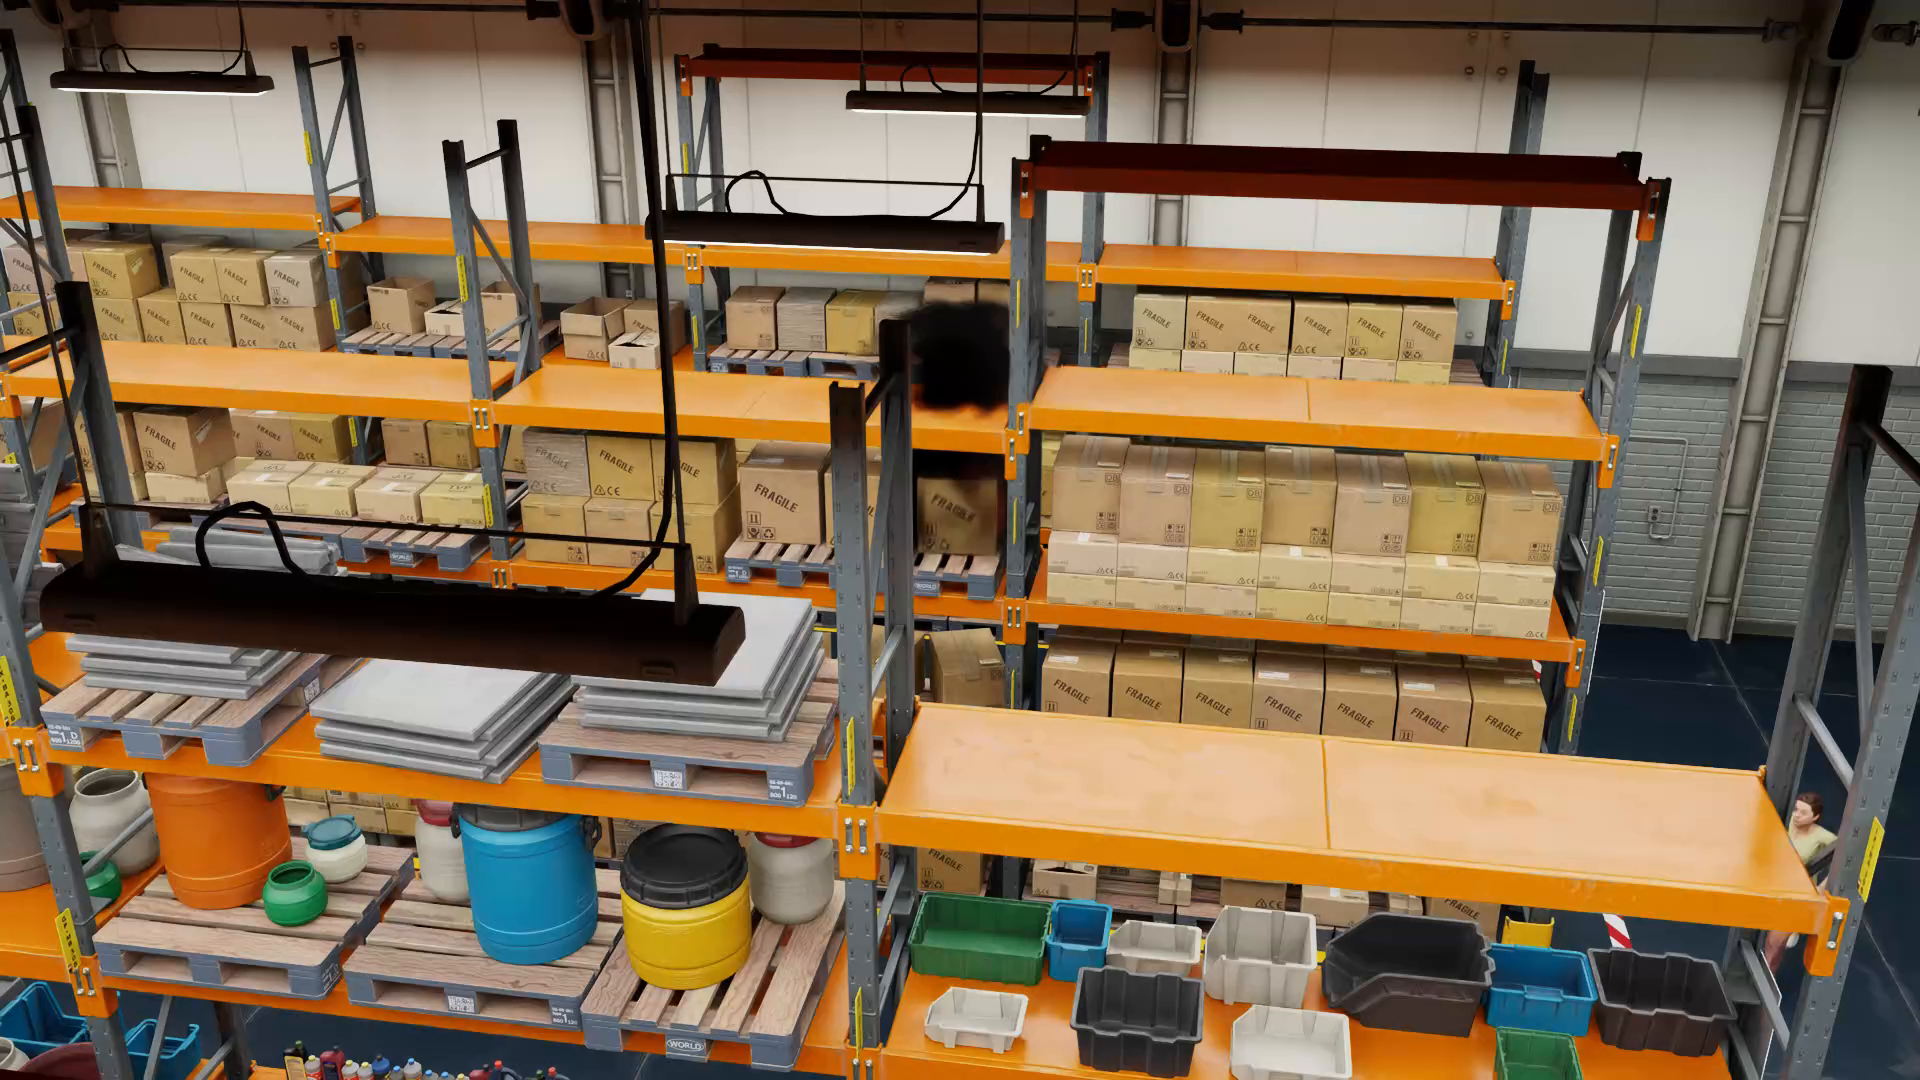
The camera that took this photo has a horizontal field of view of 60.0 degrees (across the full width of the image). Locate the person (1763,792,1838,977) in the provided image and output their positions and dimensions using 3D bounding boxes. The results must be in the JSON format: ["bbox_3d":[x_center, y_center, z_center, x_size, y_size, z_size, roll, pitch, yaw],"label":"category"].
[{"bbox_3d":[6.185,2.547,12.285,0.843,1.646,0.565,-17,29,-35],"label":"person"}]
